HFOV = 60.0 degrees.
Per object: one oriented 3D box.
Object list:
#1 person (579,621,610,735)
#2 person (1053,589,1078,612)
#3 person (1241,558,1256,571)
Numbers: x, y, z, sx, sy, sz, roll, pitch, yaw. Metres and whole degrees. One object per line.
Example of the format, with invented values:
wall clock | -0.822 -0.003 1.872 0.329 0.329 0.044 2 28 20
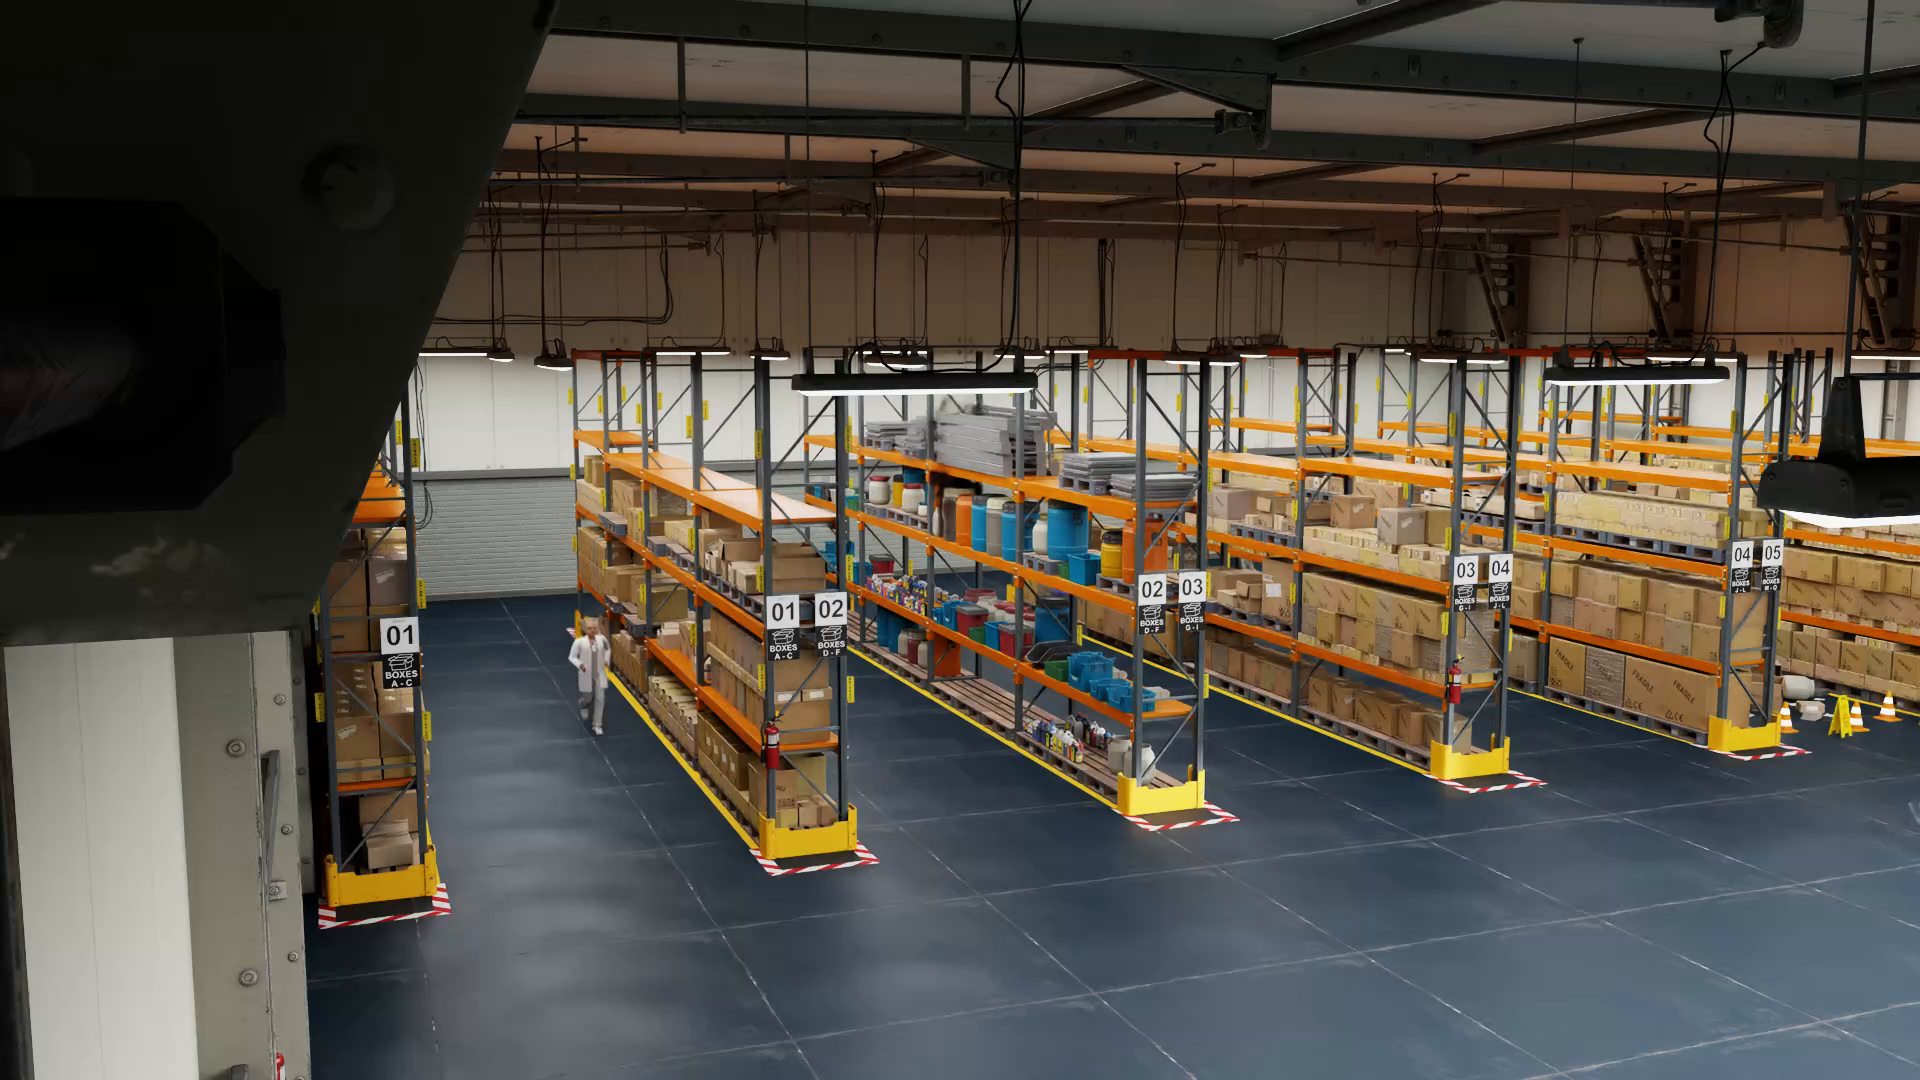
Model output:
person | -5.882 2.177 26.577 0.673 1.764 0.944 -3 8 -26
person | 1.892 1.505 30.357 0.587 1.635 0.841 -3 8 -25
person | 7.282 0.276 42.173 0.716 1.712 0.576 -2 7 -12
